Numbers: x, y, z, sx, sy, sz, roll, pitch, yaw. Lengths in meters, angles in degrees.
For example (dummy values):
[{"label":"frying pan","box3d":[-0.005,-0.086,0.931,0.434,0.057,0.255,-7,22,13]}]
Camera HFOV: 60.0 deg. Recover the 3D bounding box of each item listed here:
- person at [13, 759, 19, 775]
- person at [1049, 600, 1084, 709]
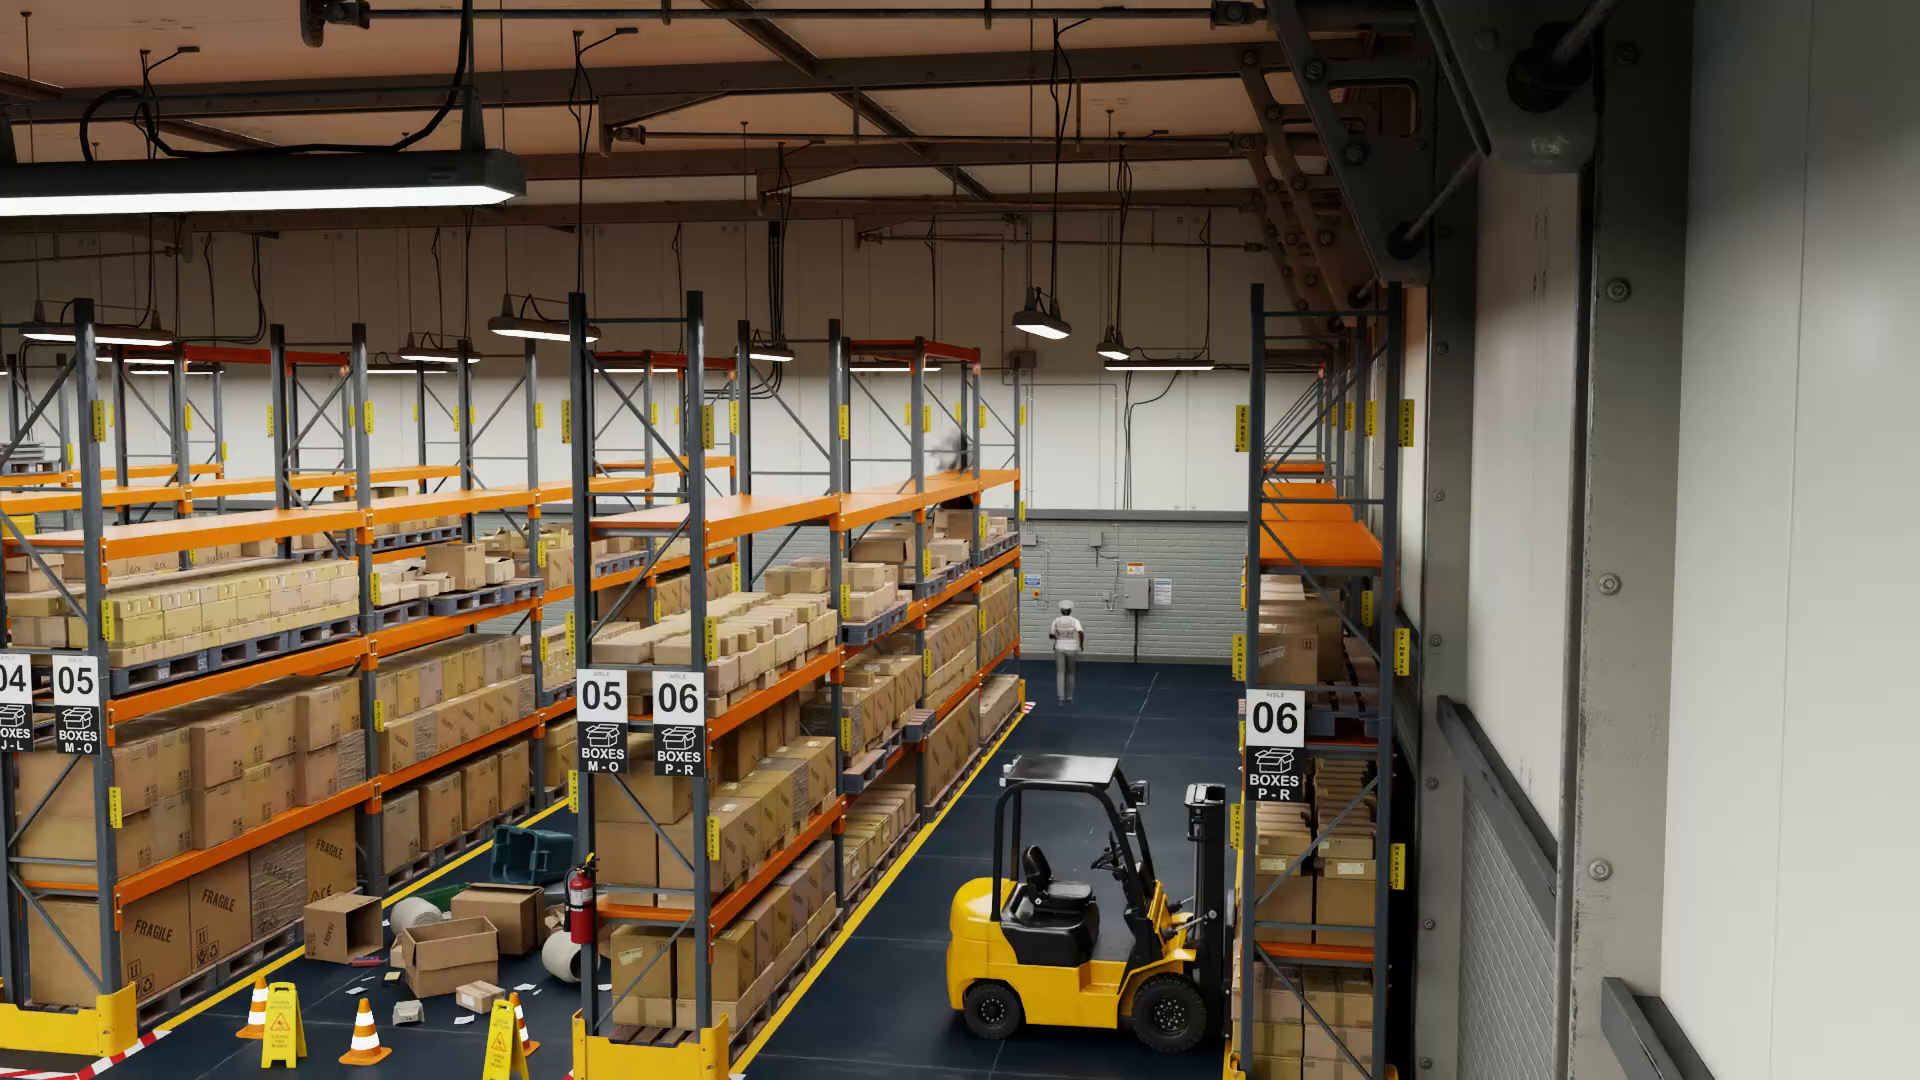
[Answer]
[{"label":"person","box3d":[-12.273,2.603,21.359,0.533,1.713,0.856,0,5,6]},{"label":"person","box3d":[1.728,1.851,27.060,0.576,1.751,0.791,0,5,4]}]
